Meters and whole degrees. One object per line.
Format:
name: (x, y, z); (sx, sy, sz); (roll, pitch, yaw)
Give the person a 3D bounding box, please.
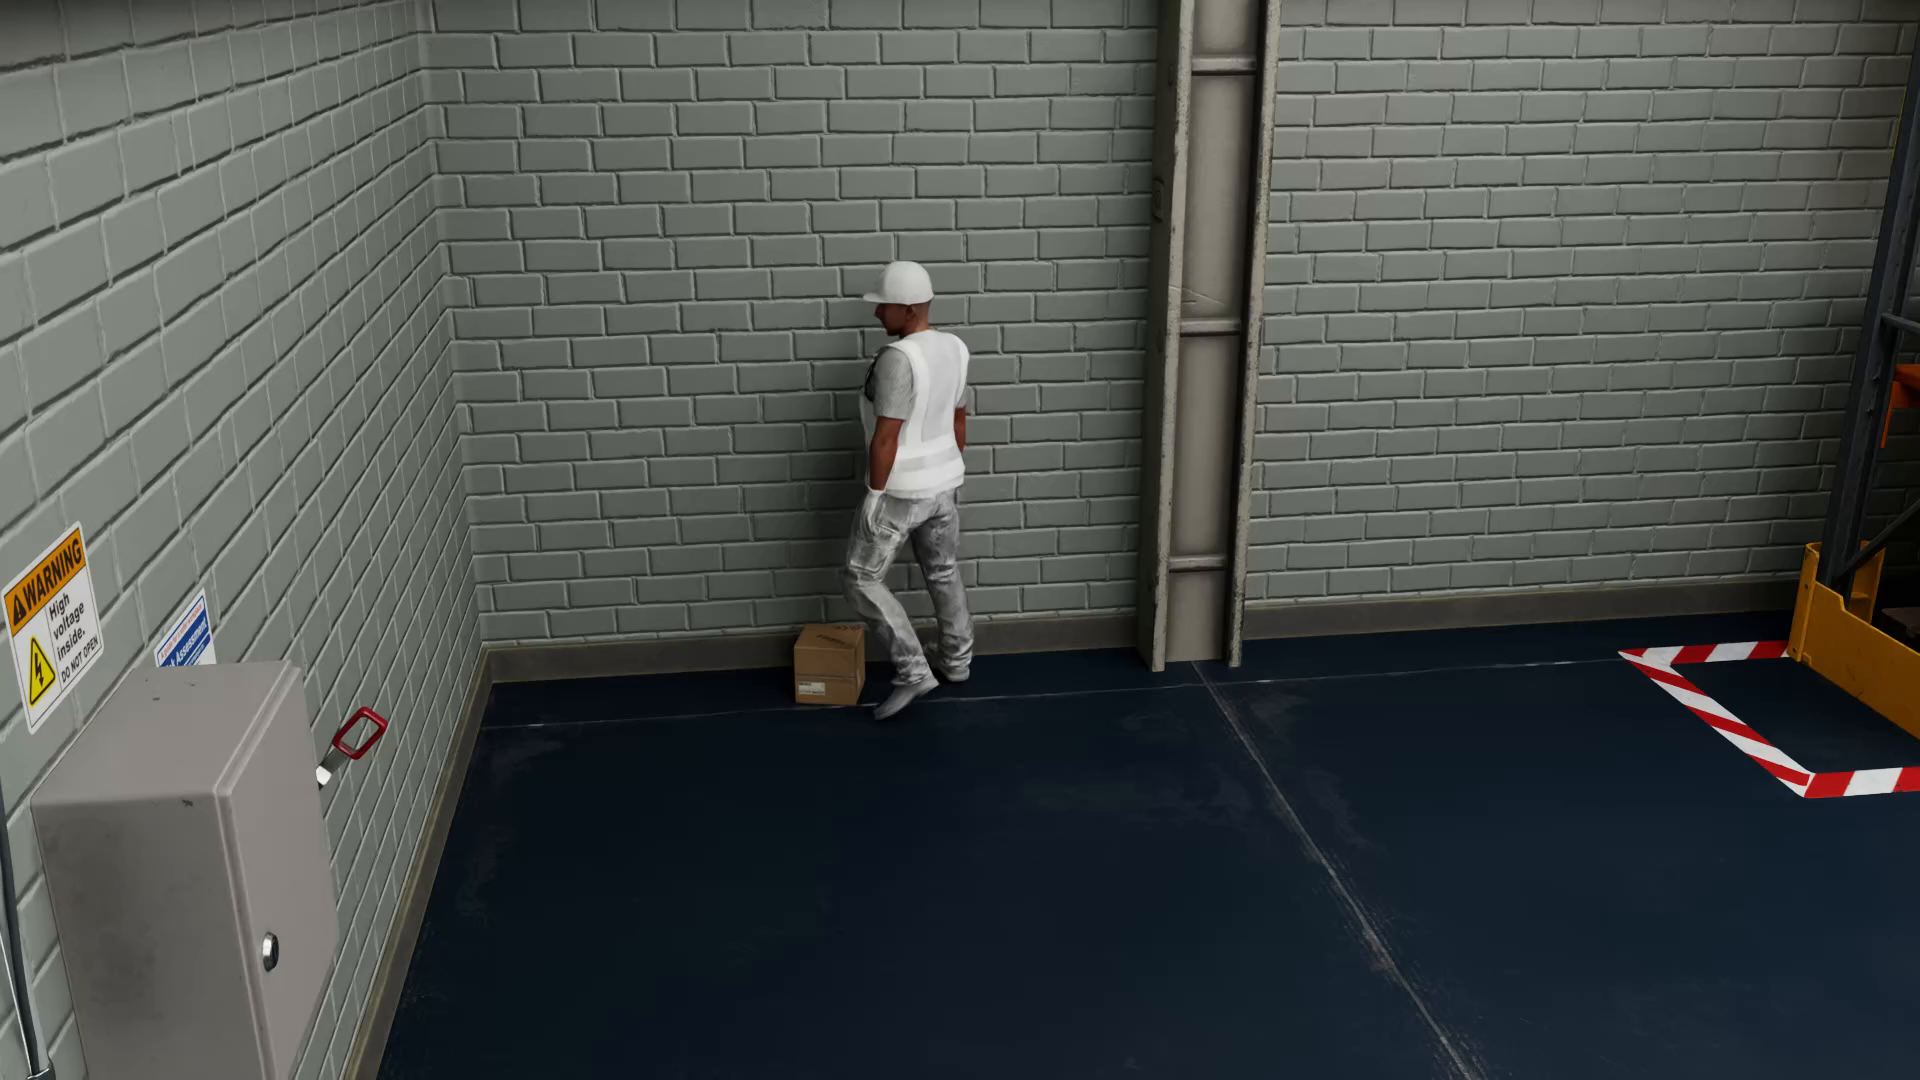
person: (-0.166, -0.200, 6.579); (0.412, 1.801, 0.682); (12, 23, 30)
